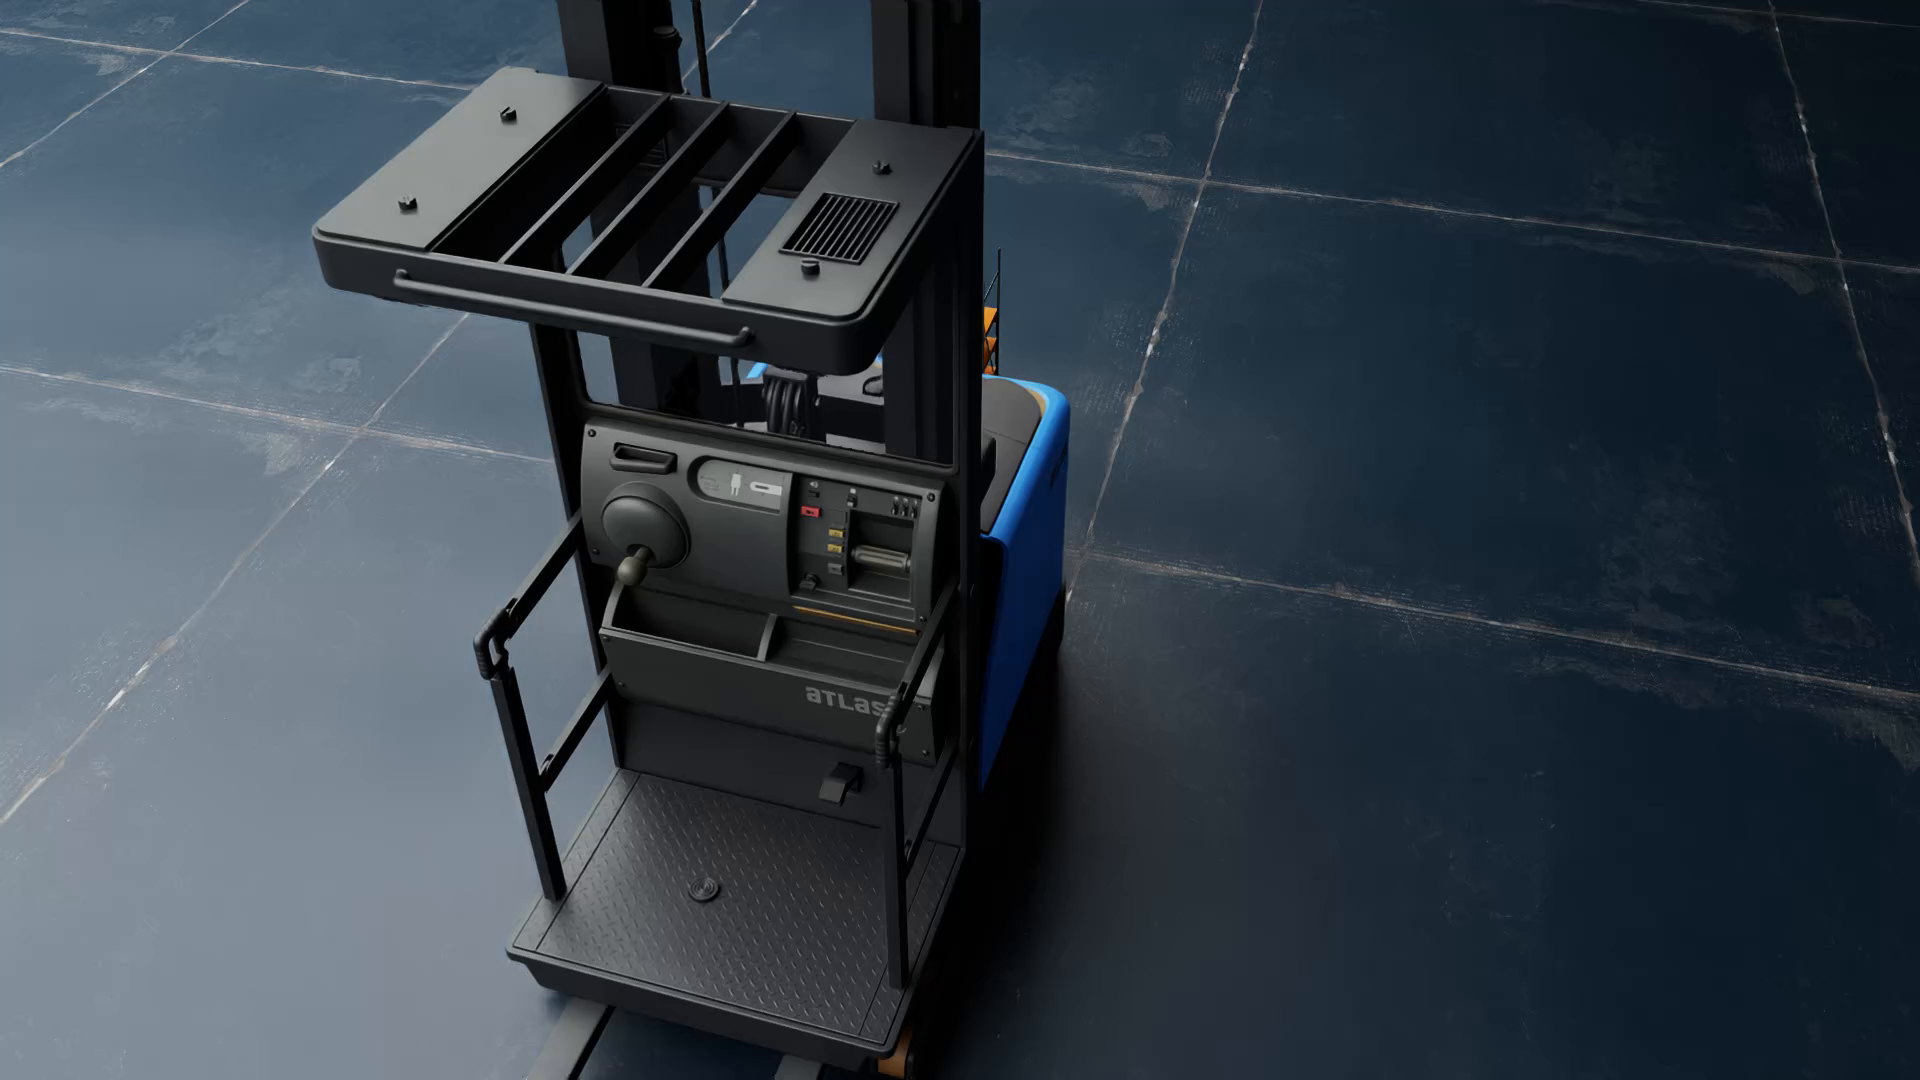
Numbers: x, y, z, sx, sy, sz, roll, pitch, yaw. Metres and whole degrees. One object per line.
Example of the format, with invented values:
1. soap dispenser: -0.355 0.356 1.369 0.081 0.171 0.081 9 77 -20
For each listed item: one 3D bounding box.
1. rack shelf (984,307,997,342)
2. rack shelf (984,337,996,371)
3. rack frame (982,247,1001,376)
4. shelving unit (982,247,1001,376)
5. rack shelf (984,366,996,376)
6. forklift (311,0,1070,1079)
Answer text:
1. rack shelf: 0.014 -0.699 5.658 0.180 0.103 0.258 10 41 11
2. rack shelf: 0.014 -0.607 5.735 0.180 0.103 0.258 10 41 11
3. rack frame: 0.102 -0.442 5.843 0.006 1.200 0.240 10 41 11
4. shelving unit: 0.014 -0.457 5.861 0.189 1.200 0.258 10 41 11
5. rack shelf: 0.014 -0.515 5.813 0.180 0.103 0.258 10 41 11
6. forklift: -0.556 0.044 3.918 1.130 2.935 3.031 11 41 13
